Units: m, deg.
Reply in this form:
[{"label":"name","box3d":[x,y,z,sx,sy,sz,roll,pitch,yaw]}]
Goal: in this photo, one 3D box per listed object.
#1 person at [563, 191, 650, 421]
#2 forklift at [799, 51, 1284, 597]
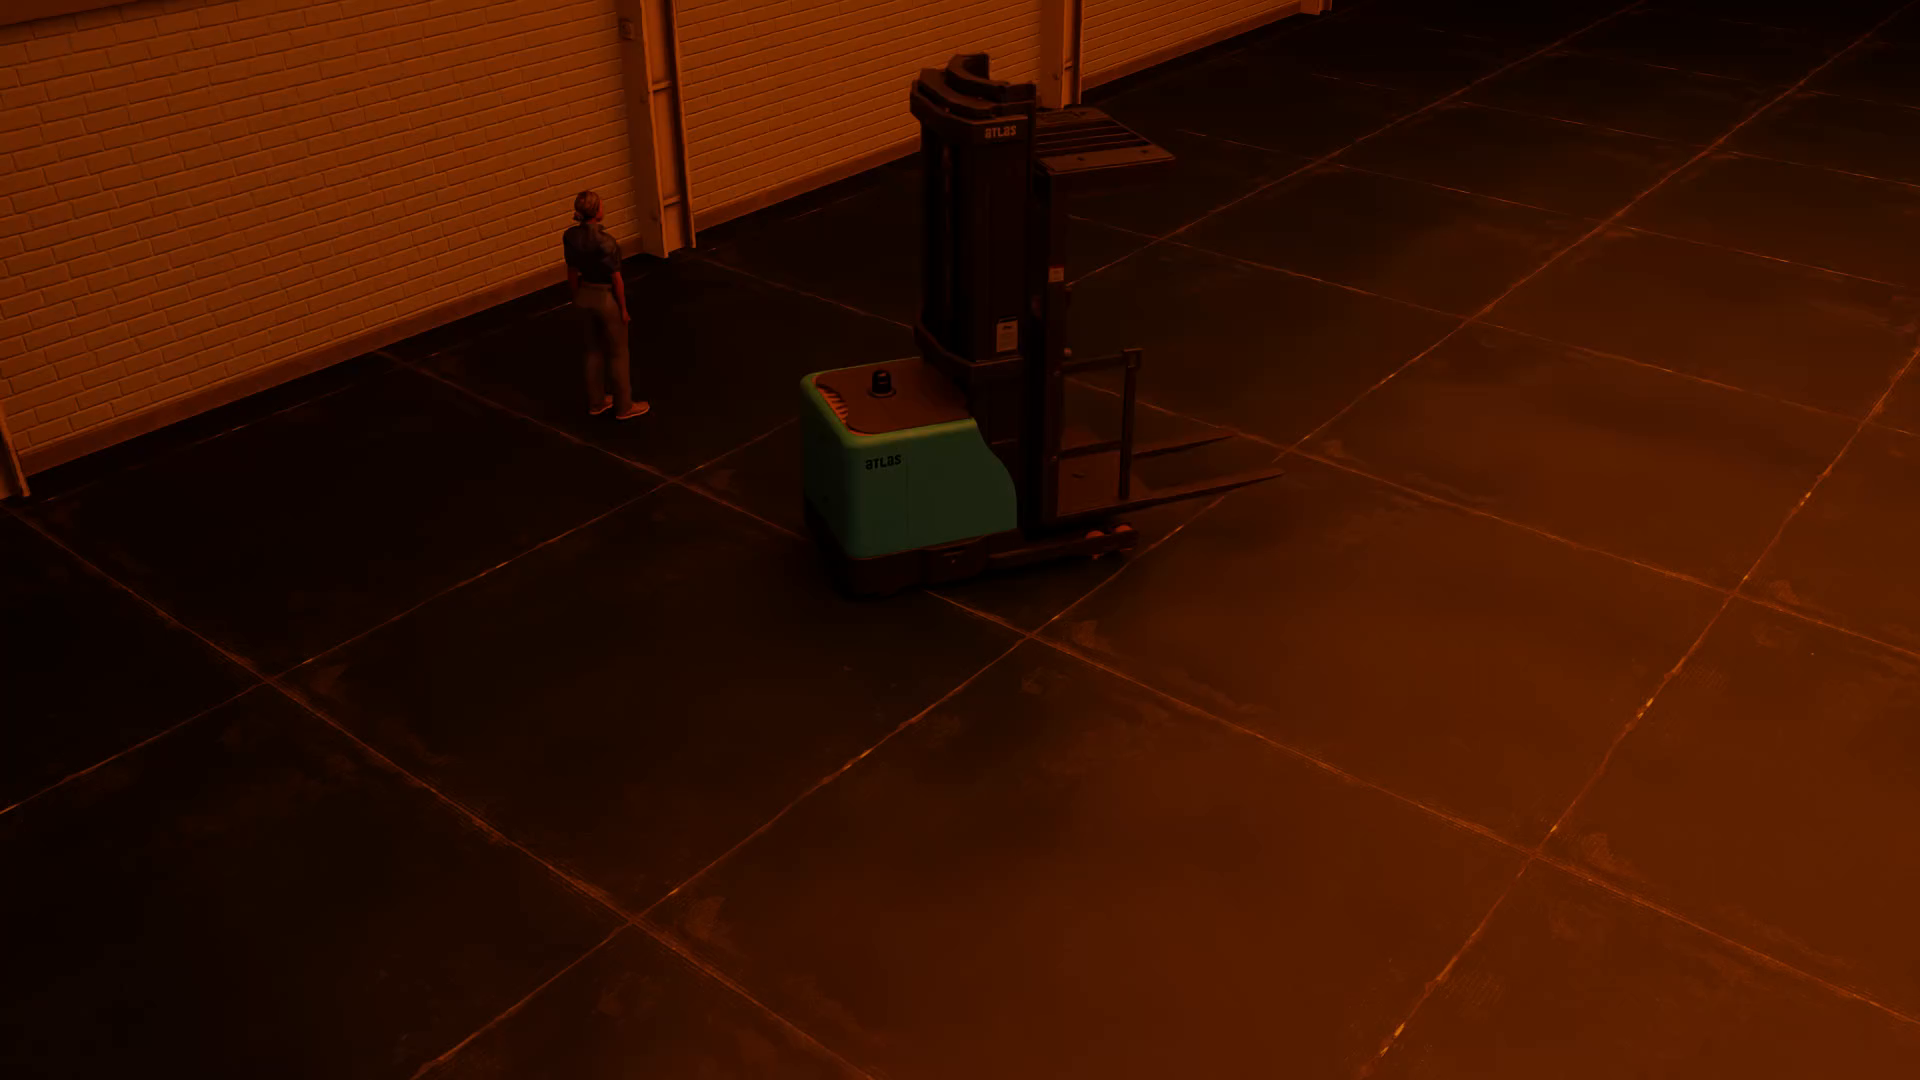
[{"label":"person","box3d":[-2.510,-1.652,11.686,0.446,1.662,0.324,14,33,23]},{"label":"forklift","box3d":[0.578,-1.390,9.973,3.031,2.935,1.130,-11,32,-18]}]
